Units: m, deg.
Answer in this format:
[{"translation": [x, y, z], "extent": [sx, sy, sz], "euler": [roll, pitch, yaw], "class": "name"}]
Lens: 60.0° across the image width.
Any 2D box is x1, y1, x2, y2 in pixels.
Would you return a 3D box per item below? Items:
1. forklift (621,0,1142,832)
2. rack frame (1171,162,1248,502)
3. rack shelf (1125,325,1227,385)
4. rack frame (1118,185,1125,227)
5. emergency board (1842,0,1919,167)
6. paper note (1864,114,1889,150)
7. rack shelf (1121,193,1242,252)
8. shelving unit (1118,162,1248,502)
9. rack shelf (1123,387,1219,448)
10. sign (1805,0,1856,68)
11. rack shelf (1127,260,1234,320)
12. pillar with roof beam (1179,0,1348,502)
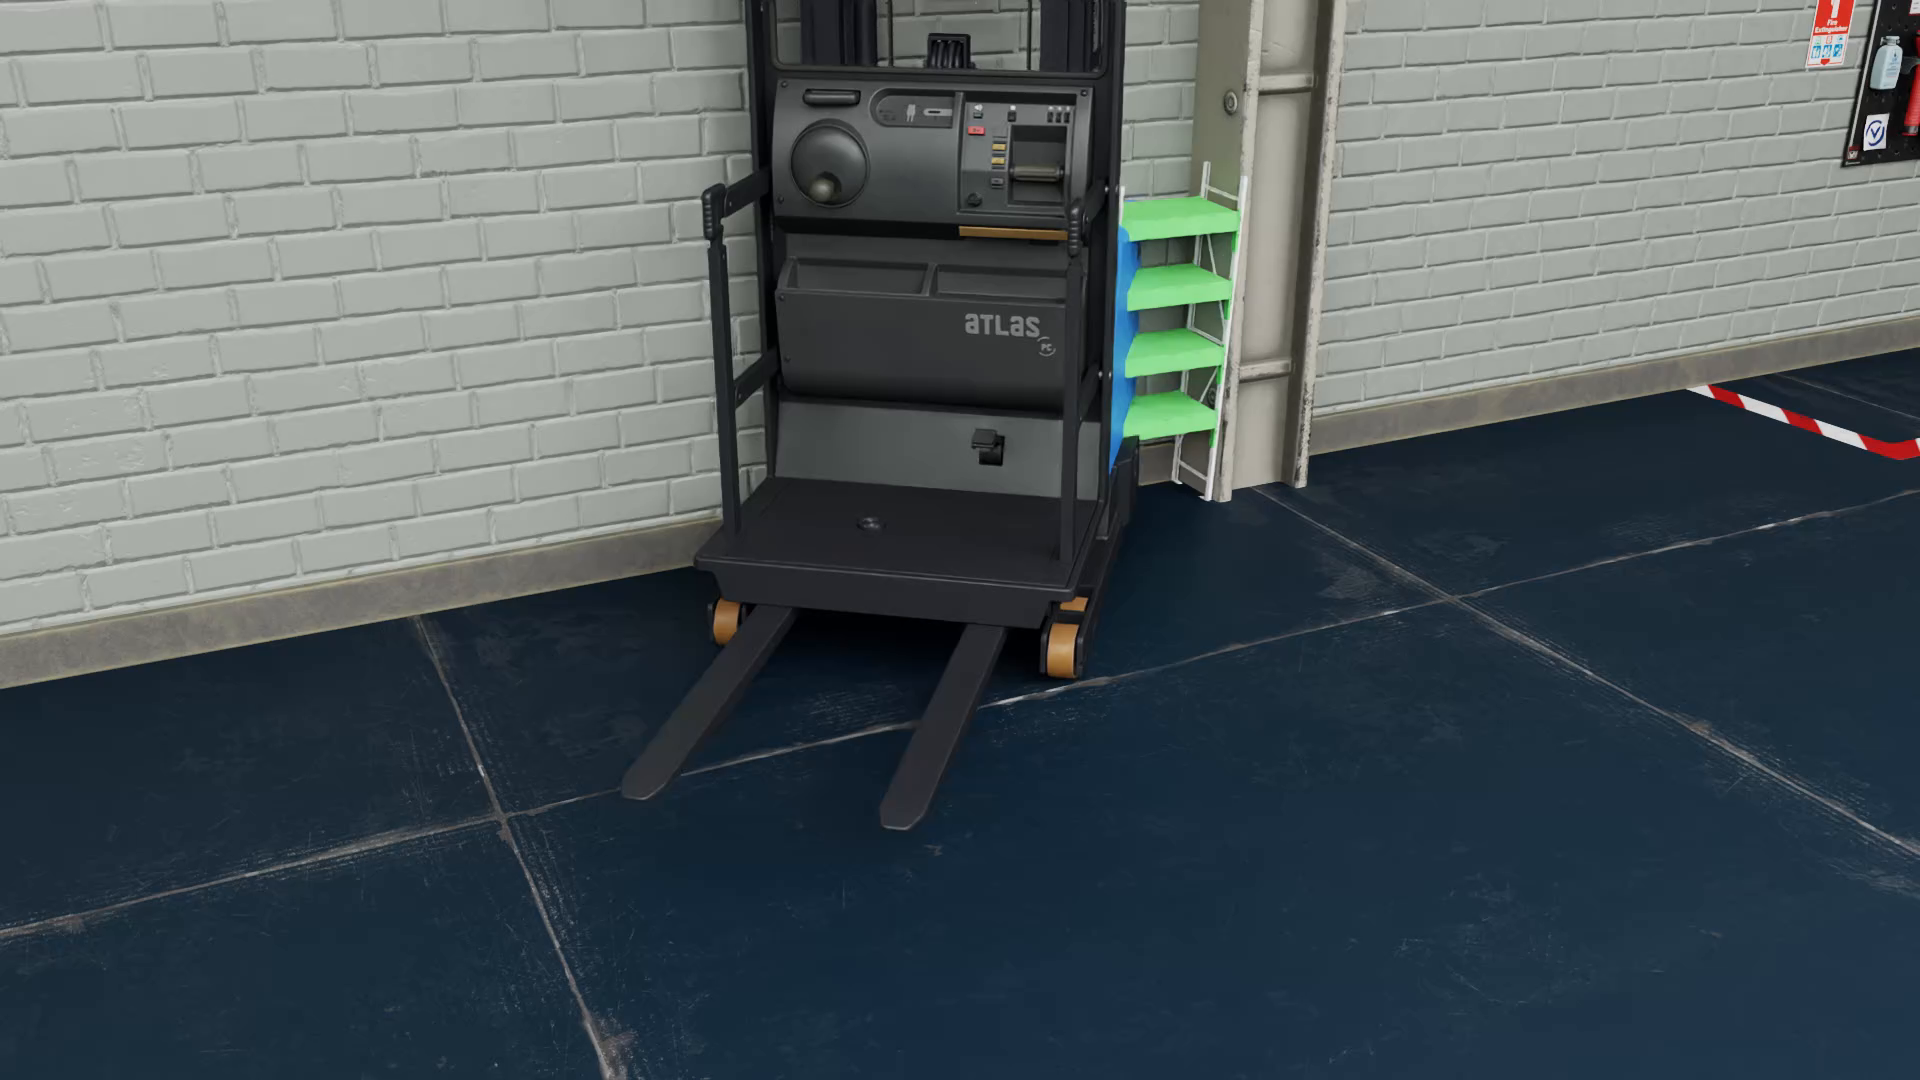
[{"translation": [-0.128, -1.107, 4.593], "extent": [1.130, 2.935, 3.031], "euler": [5, 23, 11], "class": "forklift"}, {"translation": [0.883, -0.725, 5.937], "extent": [0.015, 1.200, 0.240], "euler": [-10, 28, -25], "class": "rack frame"}, {"translation": [0.663, -0.628, 5.860], "extent": [0.480, 0.148, 0.258], "euler": [-10, 28, -25], "class": "rack shelf"}, {"translation": [0.448, -0.647, 5.729], "extent": [0.015, 1.200, 0.240], "euler": [-10, 28, -25], "class": "rack frame"}, {"translation": [4.222, -2.207, 7.161], "extent": [0.643, 1.169, 0.194], "euler": [-10, 25, -24], "class": "emergency board"}, {"translation": [4.033, -1.795, 7.316], "extent": [0.142, 0.148, 0.016], "euler": [-10, 25, -24], "class": "paper note"}, {"translation": [0.683, -1.062, 5.657], "extent": [0.480, 0.148, 0.258], "euler": [-10, 28, -25], "class": "rack shelf"}, {"translation": [0.666, -0.686, 5.833], "extent": [0.503, 1.200, 0.258], "euler": [-10, 28, -25], "class": "shelving unit"}, {"translation": [0.653, -0.411, 5.962], "extent": [0.480, 0.148, 0.258], "euler": [-10, 28, -25], "class": "rack shelf"}, {"translation": [3.680, -2.168, 7.018], "extent": [0.234, 0.329, 0.001], "euler": [-10, 25, -24], "class": "sign"}, {"translation": [0.673, -0.845, 5.759], "extent": [0.480, 0.148, 0.258], "euler": [-10, 28, -25], "class": "rack shelf"}, {"translation": [2.926, -2.897, 0.984], "extent": [0.400, 9.000, 9.100], "euler": [-10, 25, -24], "class": "pillar with roof beam"}]
